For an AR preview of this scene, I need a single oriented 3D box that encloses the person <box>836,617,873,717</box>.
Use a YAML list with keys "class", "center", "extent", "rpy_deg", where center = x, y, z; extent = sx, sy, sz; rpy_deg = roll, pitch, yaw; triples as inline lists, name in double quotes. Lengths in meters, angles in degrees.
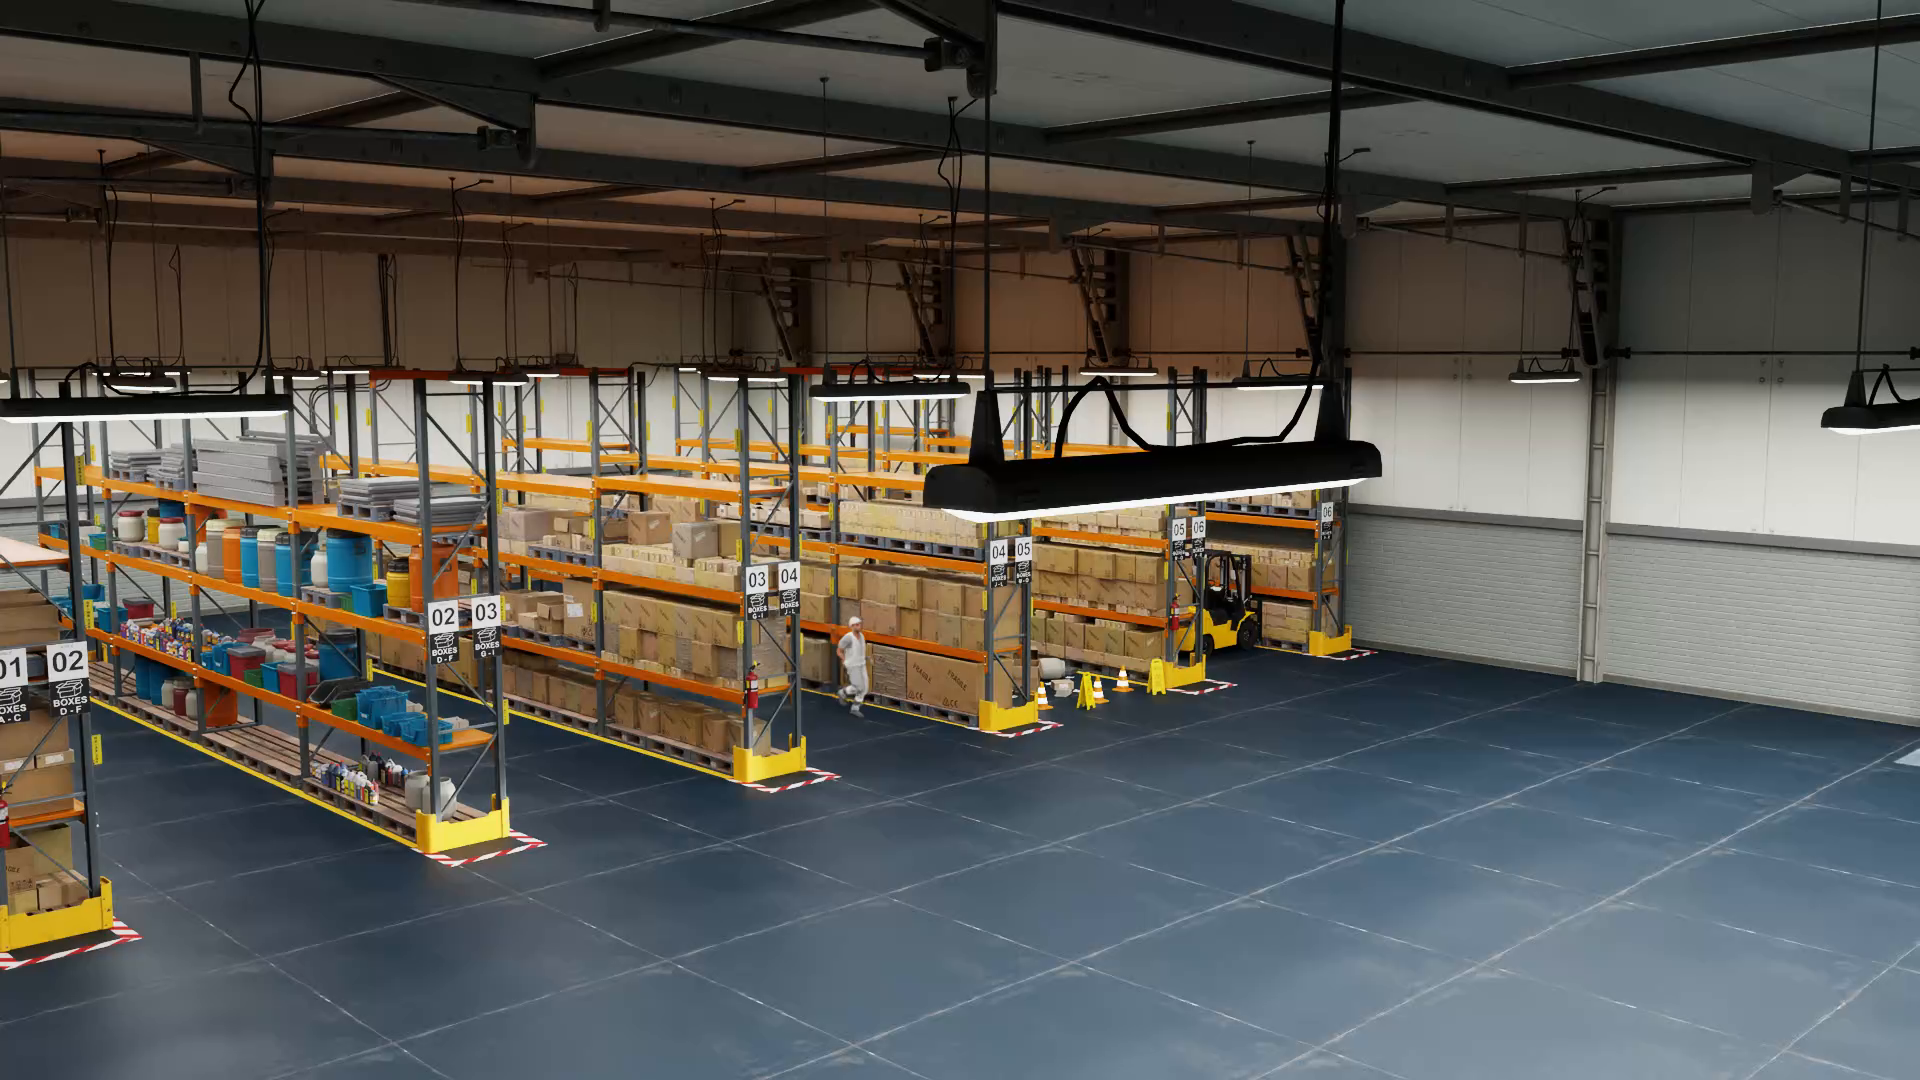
- class: "person"
  center: [-1.853, 2.208, 29.044]
  extent: [0.598, 1.751, 0.654]
  rpy_deg: [5, 8, 38]
